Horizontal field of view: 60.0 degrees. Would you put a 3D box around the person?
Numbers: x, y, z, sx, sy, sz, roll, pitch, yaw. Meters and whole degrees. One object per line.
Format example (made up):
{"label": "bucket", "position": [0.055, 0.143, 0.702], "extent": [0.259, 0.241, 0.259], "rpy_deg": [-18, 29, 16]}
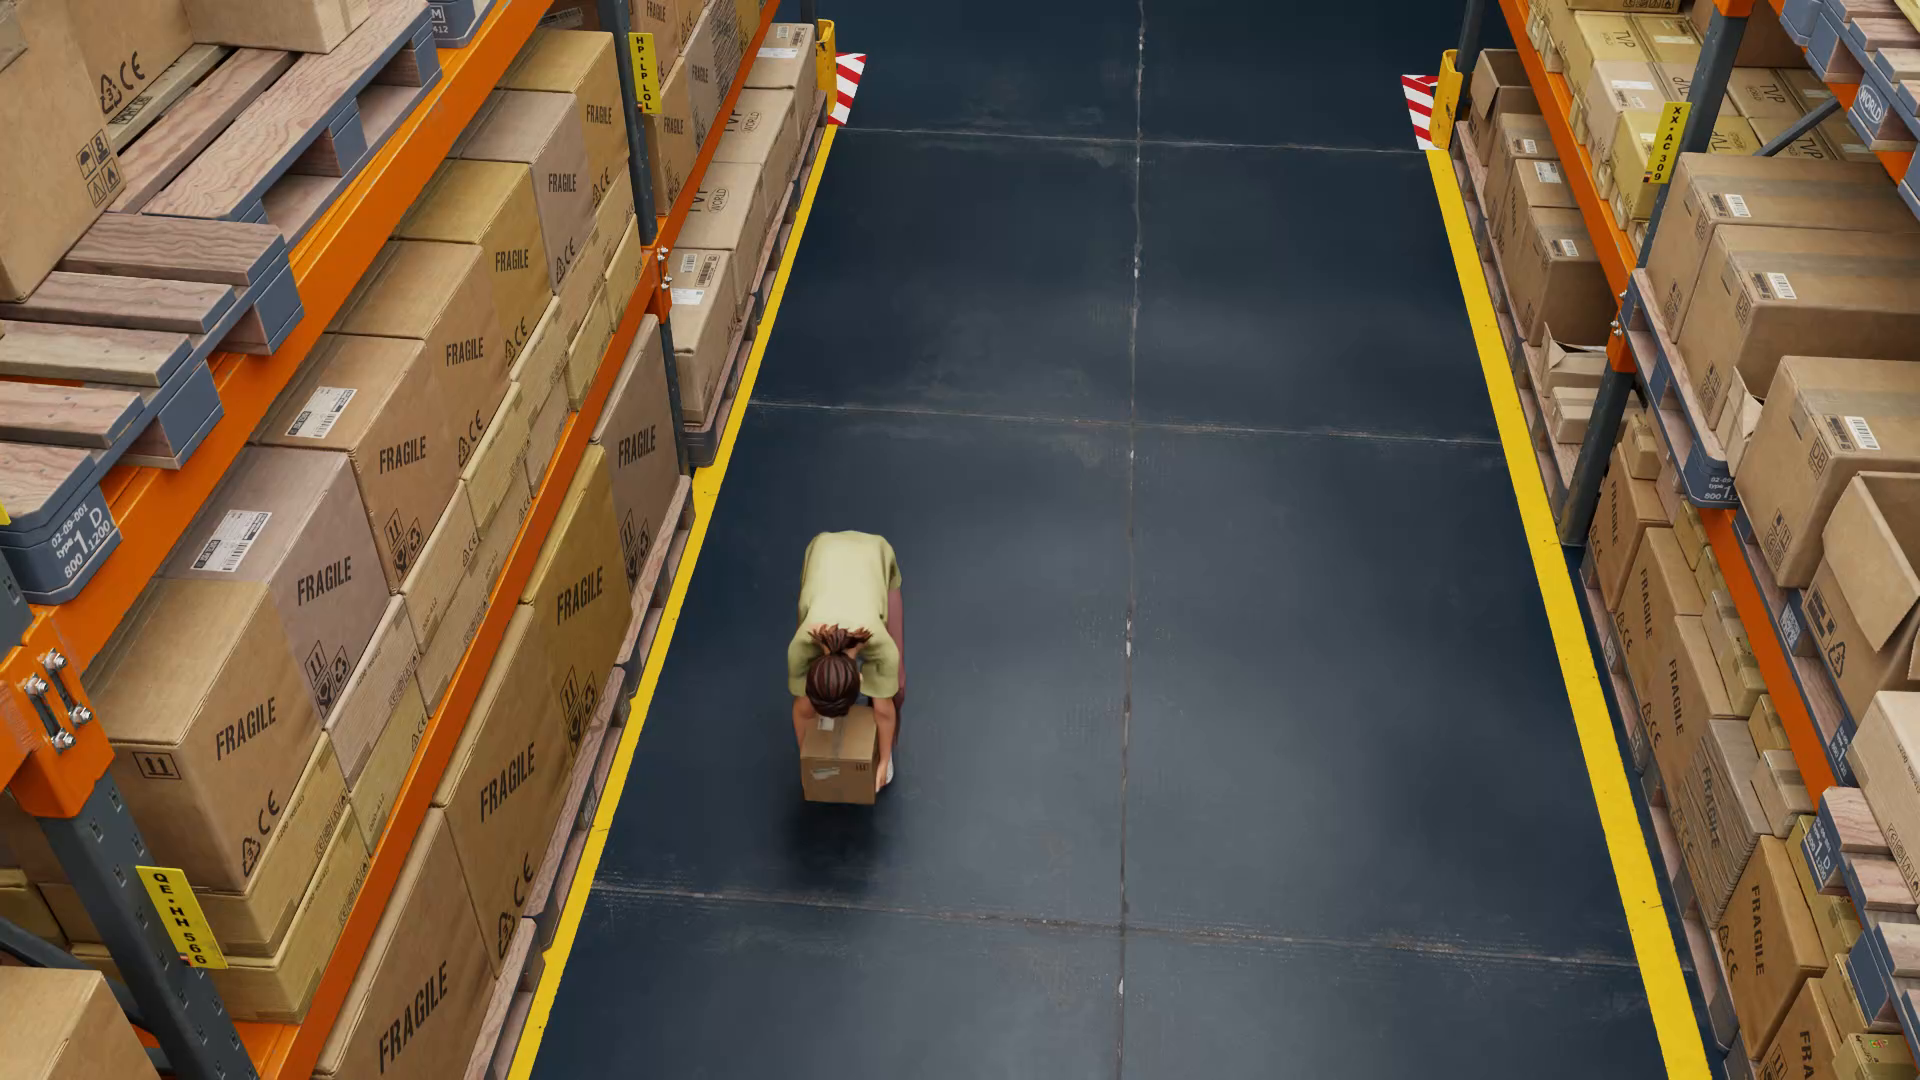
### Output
{"label": "person", "position": [-0.410, 0.548, 5.994], "extent": [0.416, 1.051, 0.872], "rpy_deg": [2, 40, 2]}
